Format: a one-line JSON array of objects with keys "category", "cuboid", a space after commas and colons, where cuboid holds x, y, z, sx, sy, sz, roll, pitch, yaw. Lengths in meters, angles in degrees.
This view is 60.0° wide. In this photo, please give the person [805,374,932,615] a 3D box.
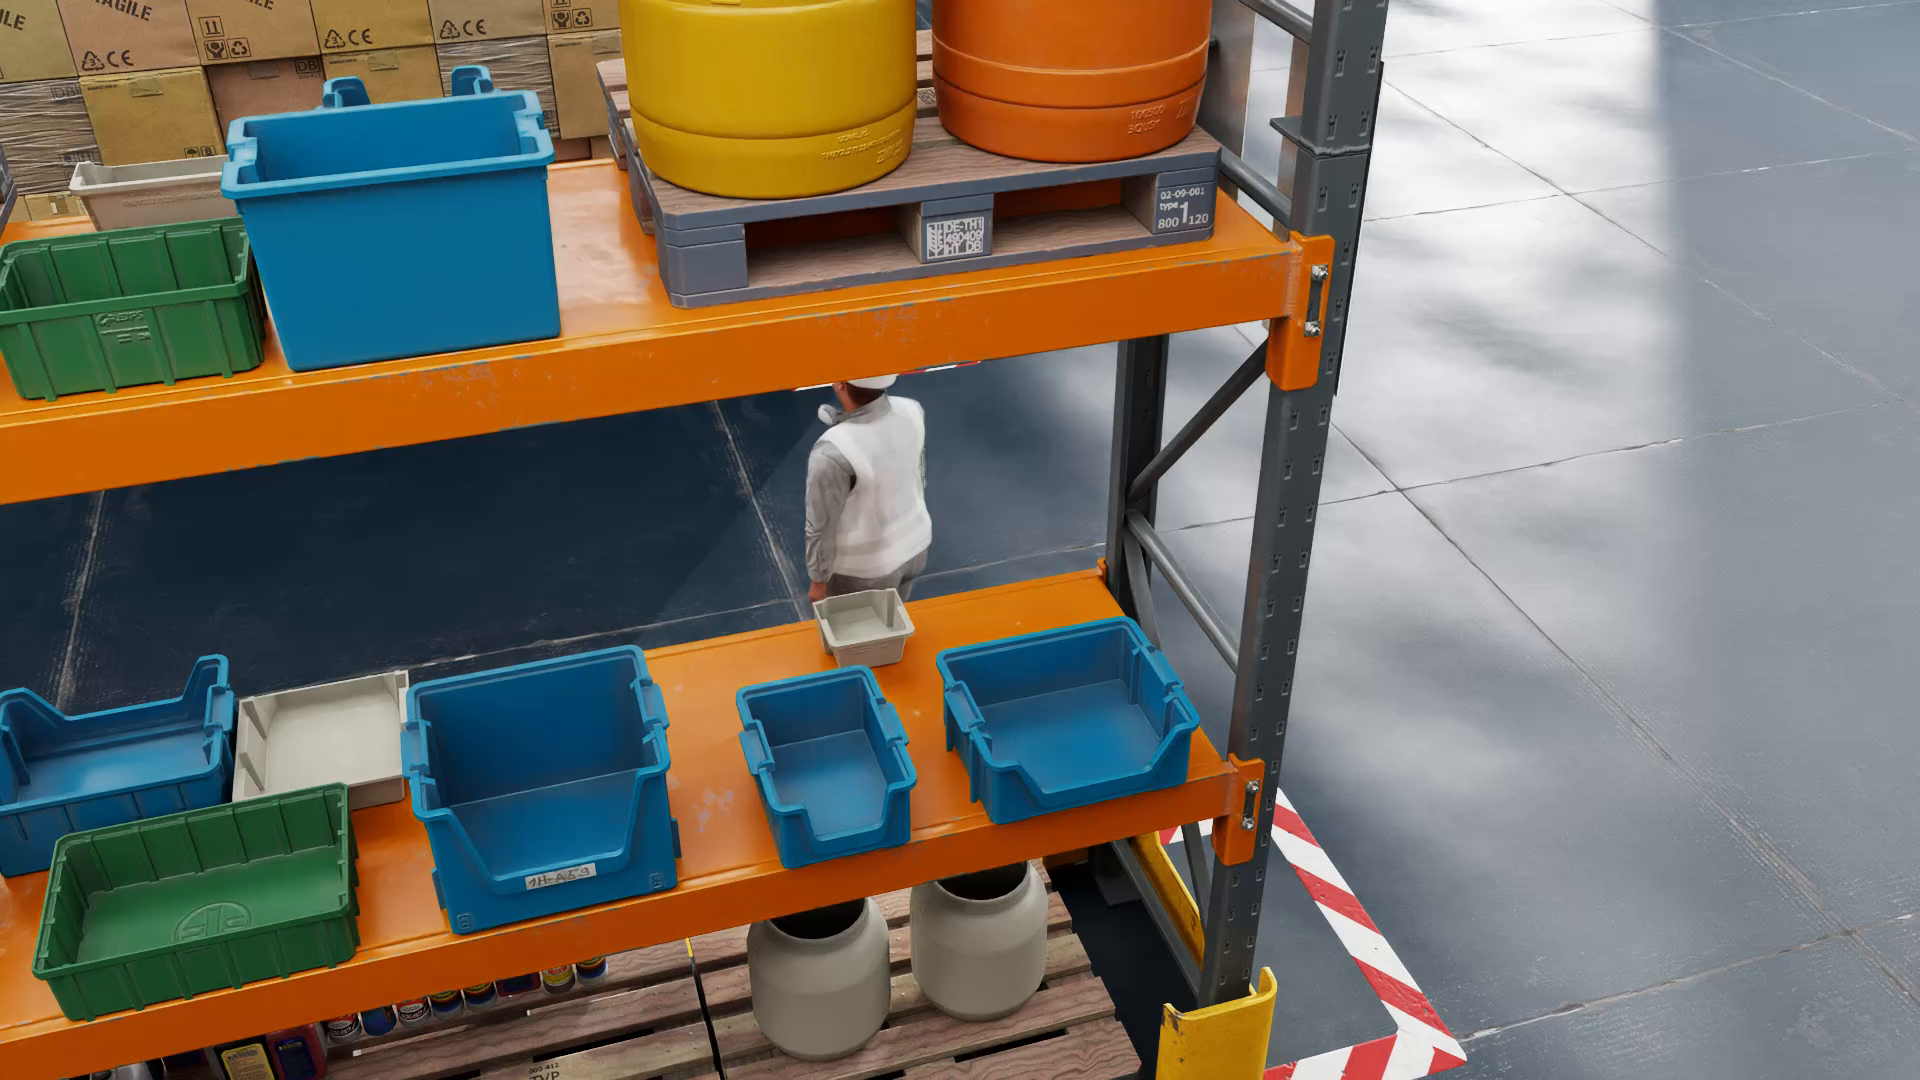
[{"category": "person", "cuboid": [-0.372, 0.015, 6.050, 0.546, 1.775, 0.611, 24, 41, 32]}]
